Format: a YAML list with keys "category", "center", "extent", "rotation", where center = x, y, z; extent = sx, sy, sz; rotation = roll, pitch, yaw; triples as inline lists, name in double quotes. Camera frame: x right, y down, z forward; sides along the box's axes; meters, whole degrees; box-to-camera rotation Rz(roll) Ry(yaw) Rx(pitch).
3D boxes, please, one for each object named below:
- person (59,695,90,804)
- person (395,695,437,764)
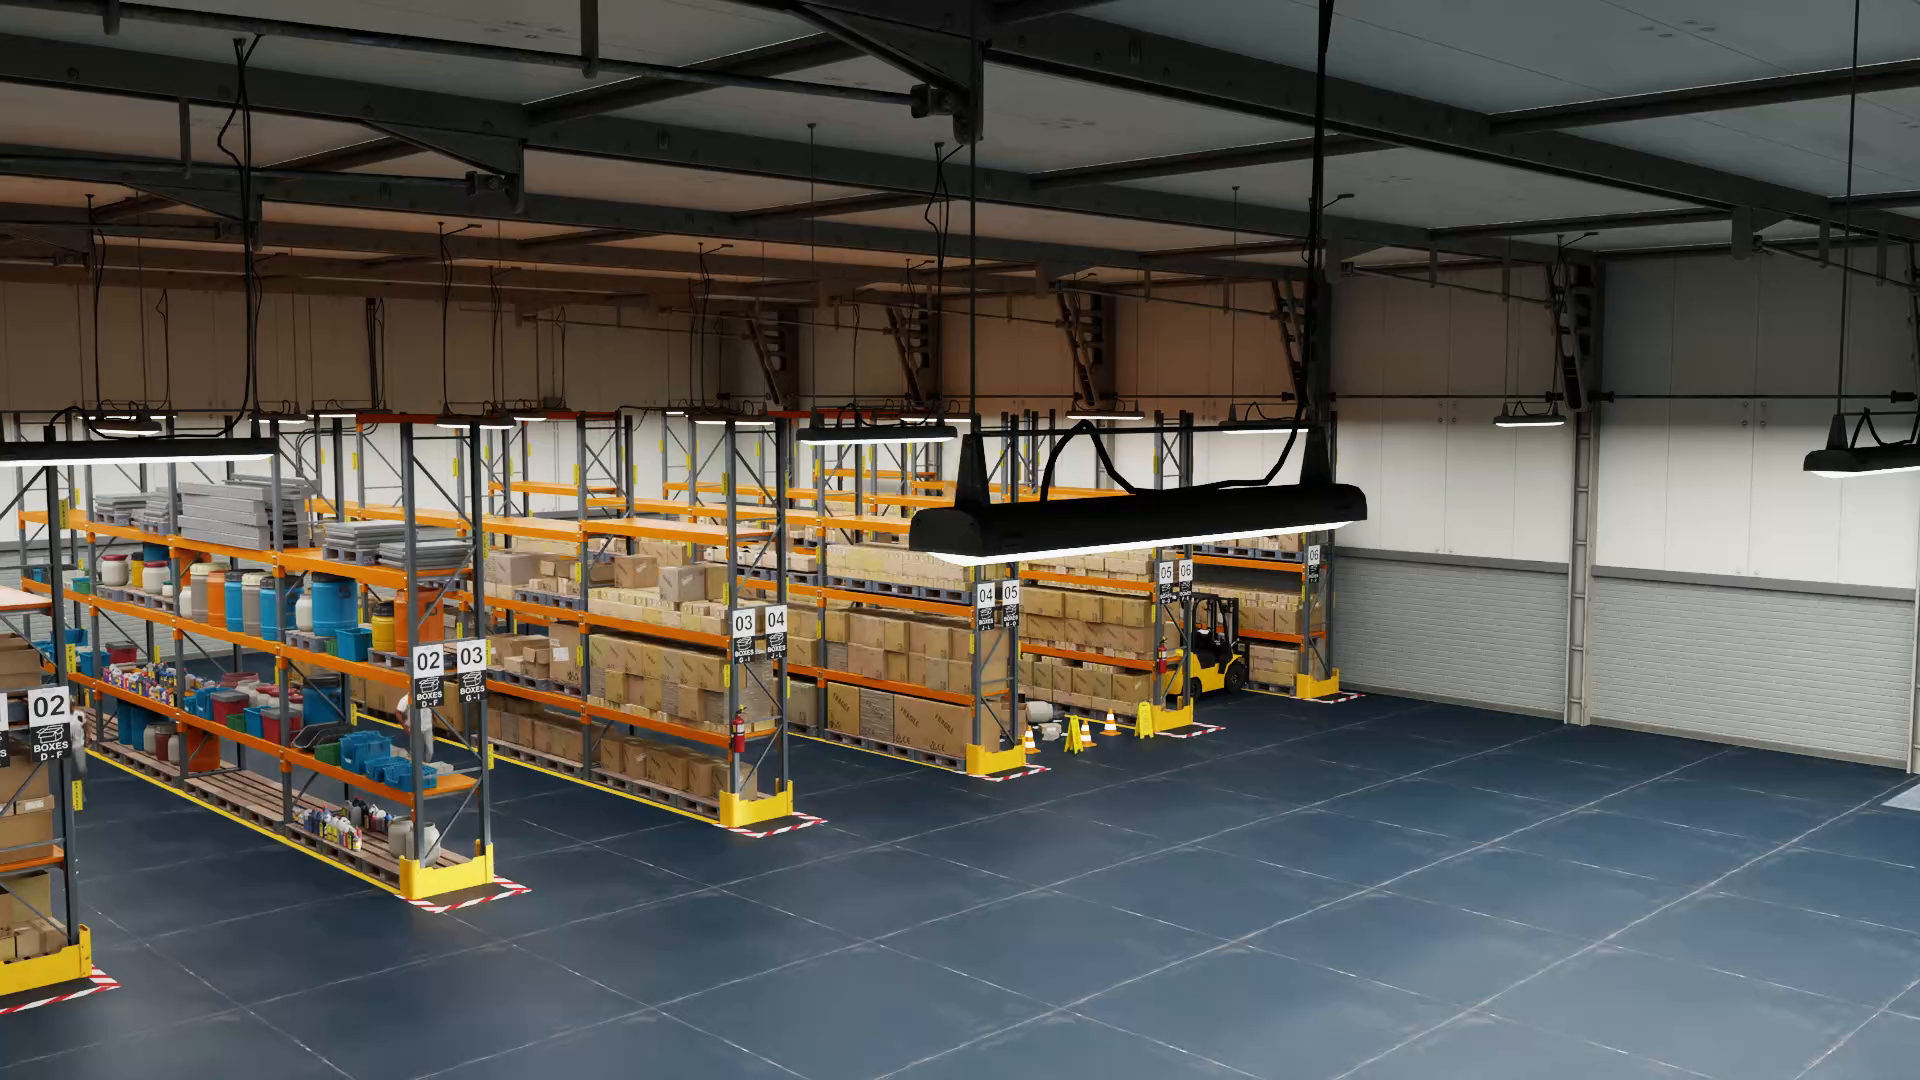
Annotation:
- category: "person"
  center: [-13.777, 3.267, 25.821]
  extent: [0.589, 1.756, 0.723]
  rotation: [-5, 7, -42]
- category: "person"
  center: [-8.903, 3.106, 27.324]
  extent: [0.610, 1.724, 0.703]
  rotation: [4, 6, 40]
